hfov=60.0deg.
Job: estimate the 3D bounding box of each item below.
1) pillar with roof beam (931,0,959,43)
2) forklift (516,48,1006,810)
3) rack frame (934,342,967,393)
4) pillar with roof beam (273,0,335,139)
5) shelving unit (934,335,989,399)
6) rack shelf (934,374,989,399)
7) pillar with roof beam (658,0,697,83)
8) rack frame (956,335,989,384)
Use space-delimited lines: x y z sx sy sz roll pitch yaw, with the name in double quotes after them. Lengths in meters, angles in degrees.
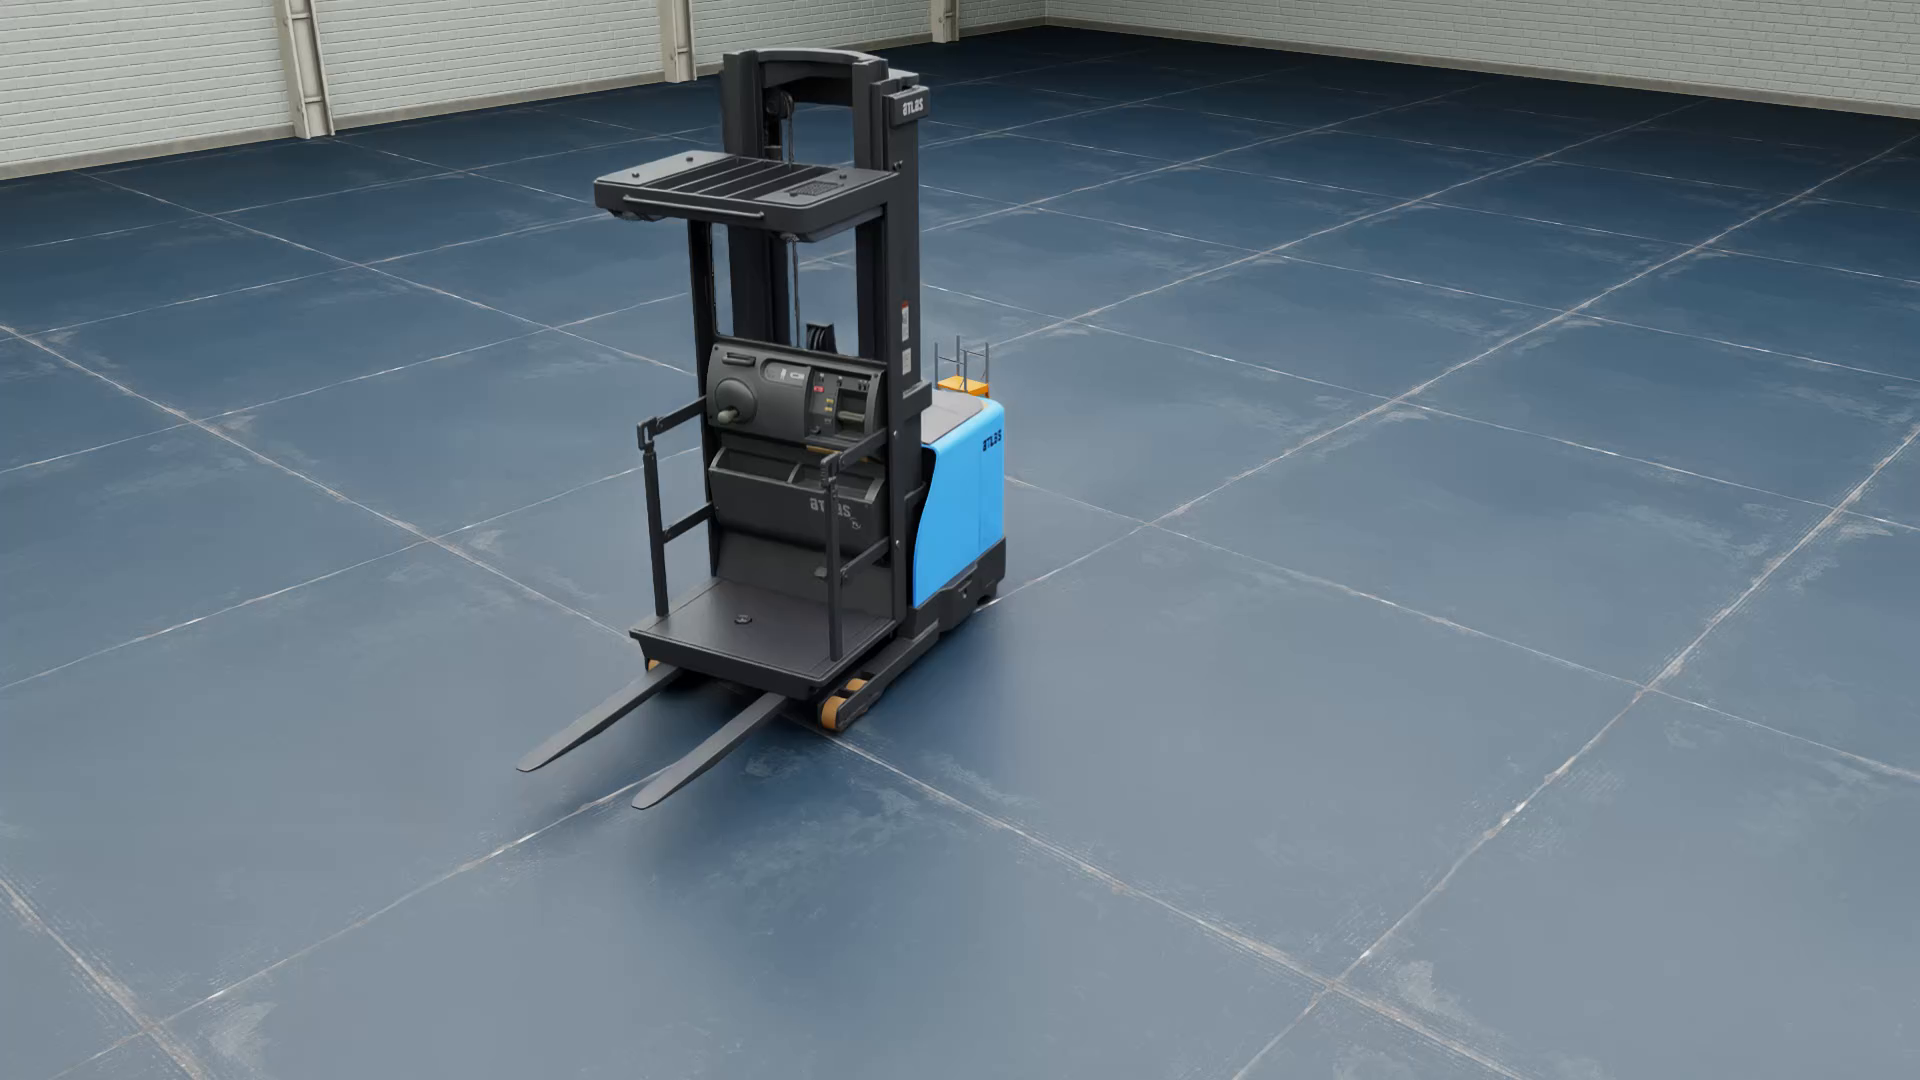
2.941 -11.778 25.019 9.100 9.000 0.400 20 31 38 "pillar with roof beam"
-0.883 -0.650 7.618 1.130 2.935 3.031 12 27 25 "forklift"
-0.051 -0.524 9.452 0.240 1.200 0.006 20 31 38 "rack frame"
-5.068 -8.122 16.865 9.100 9.000 0.400 20 31 38 "pillar with roof beam"
0.010 -0.552 9.514 0.258 1.200 0.189 20 31 38 "shelving unit"
0.010 -0.840 9.385 0.258 0.103 0.180 20 31 38 "rack shelf"
-1.063 -9.950 20.942 9.100 9.000 0.400 20 31 38 "pillar with roof beam"
0.071 -0.580 9.577 0.240 1.200 0.006 20 31 38 "rack frame"
